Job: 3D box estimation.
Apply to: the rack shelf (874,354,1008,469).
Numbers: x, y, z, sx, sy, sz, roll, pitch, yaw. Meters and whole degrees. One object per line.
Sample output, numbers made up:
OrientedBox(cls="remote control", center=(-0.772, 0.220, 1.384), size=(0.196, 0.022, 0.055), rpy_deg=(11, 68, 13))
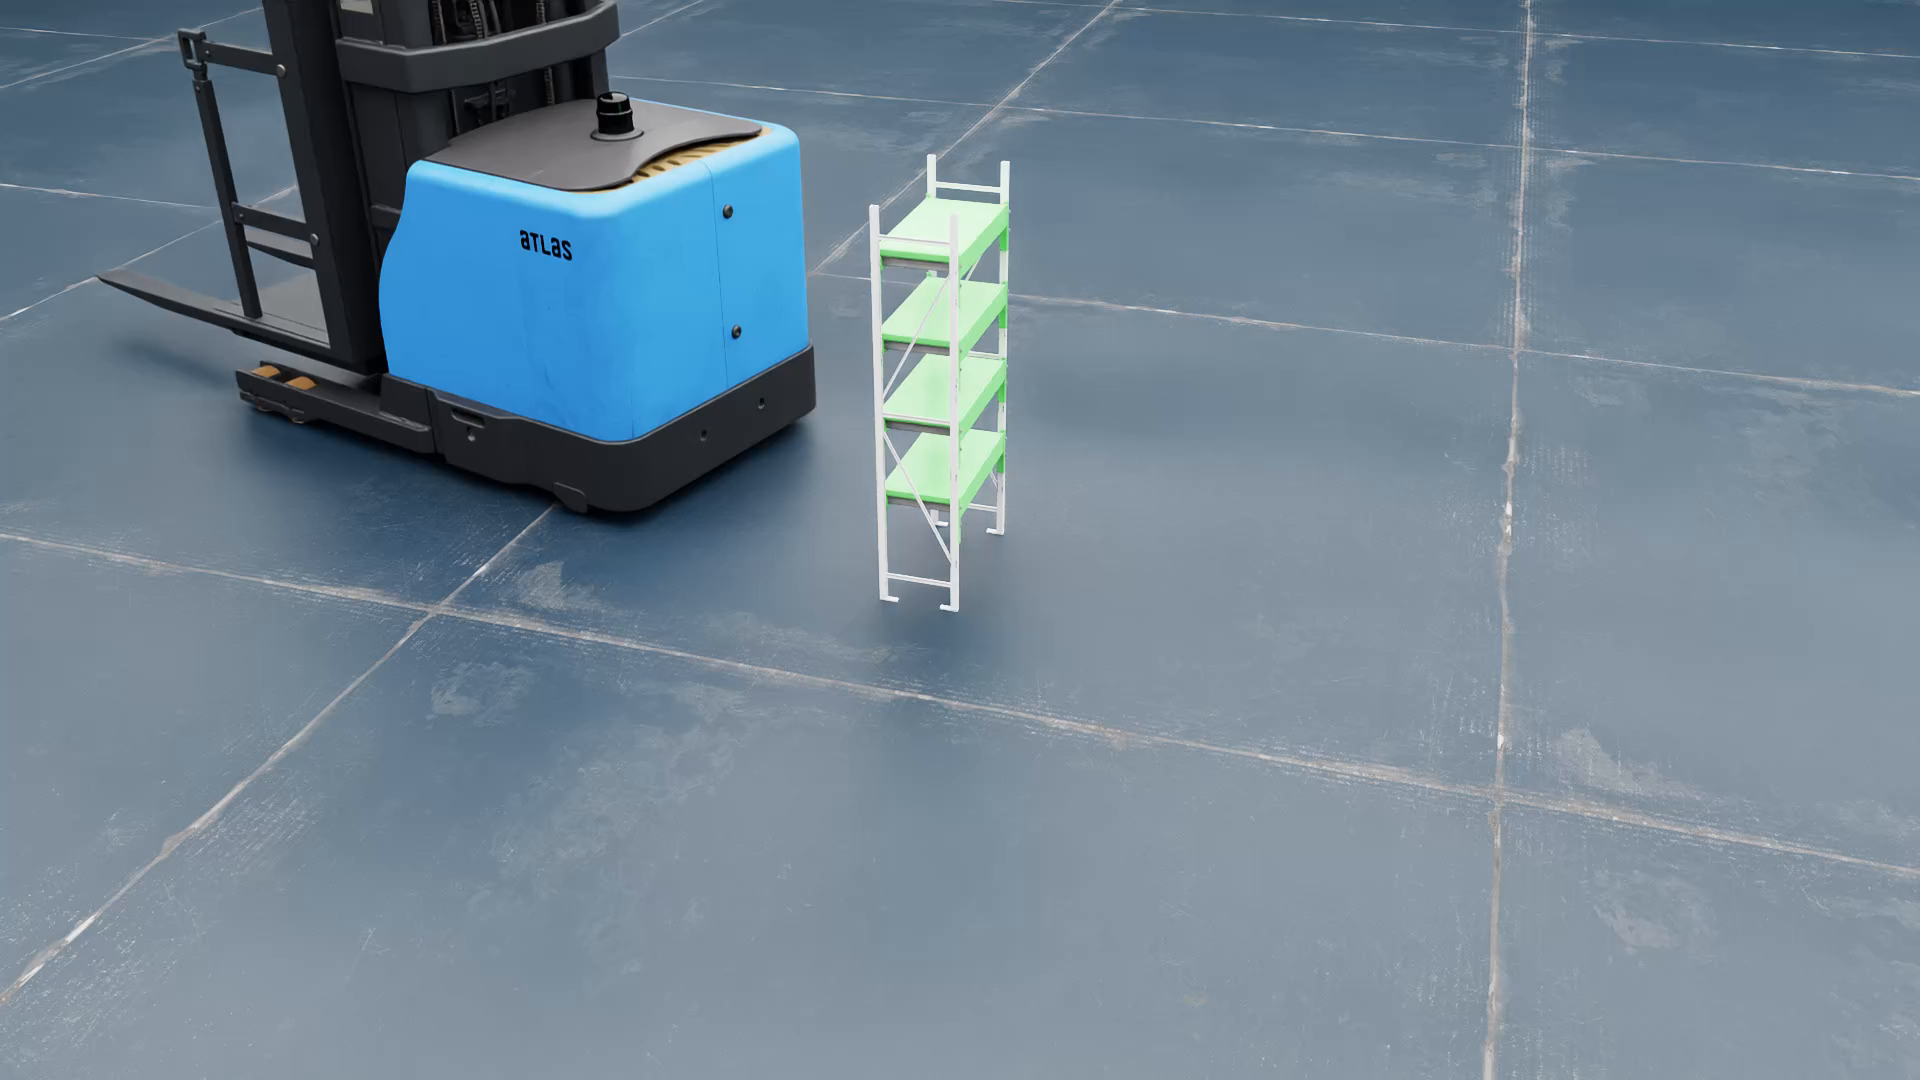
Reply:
OrientedBox(cls="rack shelf", center=(-0.049, -0.392, 4.851), size=(0.258, 0.148, 0.480), rpy_deg=(8, 30, 15))

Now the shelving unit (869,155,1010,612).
OrientedBox(cls="shelving unit", center=(-0.049, -0.447, 4.820), size=(0.258, 1.200, 0.503), rpy_deg=(8, 30, 15))

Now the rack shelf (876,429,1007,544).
OrientedBox(cls="rack shelf", center=(-0.049, -0.182, 4.968), size=(0.258, 0.148, 0.480), rpy_deg=(8, 30, 15))

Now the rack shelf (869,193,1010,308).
OrientedBox(cls="rack shelf", center=(-0.049, -0.811, 4.618), size=(0.258, 0.148, 0.480), rpy_deg=(8, 30, 15))

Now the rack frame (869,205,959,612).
OrientedBox(cls="rack frame", center=(-0.120, -0.334, 4.616), size=(0.240, 1.200, 0.015), rpy_deg=(8, 30, 15))

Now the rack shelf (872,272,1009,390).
OrientedBox(cls="rack shelf", center=(-0.049, -0.601, 4.734), size=(0.258, 0.148, 0.480), rpy_deg=(8, 30, 15))

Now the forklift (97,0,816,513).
OrientedBox(cls="forklift", center=(-2.034, -1.897, 5.646), size=(3.031, 2.935, 1.130), rpy_deg=(17, 33, 28))

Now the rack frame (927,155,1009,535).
OrientedBox(cls="rack frame", center=(0.023, -0.561, 5.024), size=(0.240, 1.200, 0.015), rpy_deg=(8, 30, 15))
